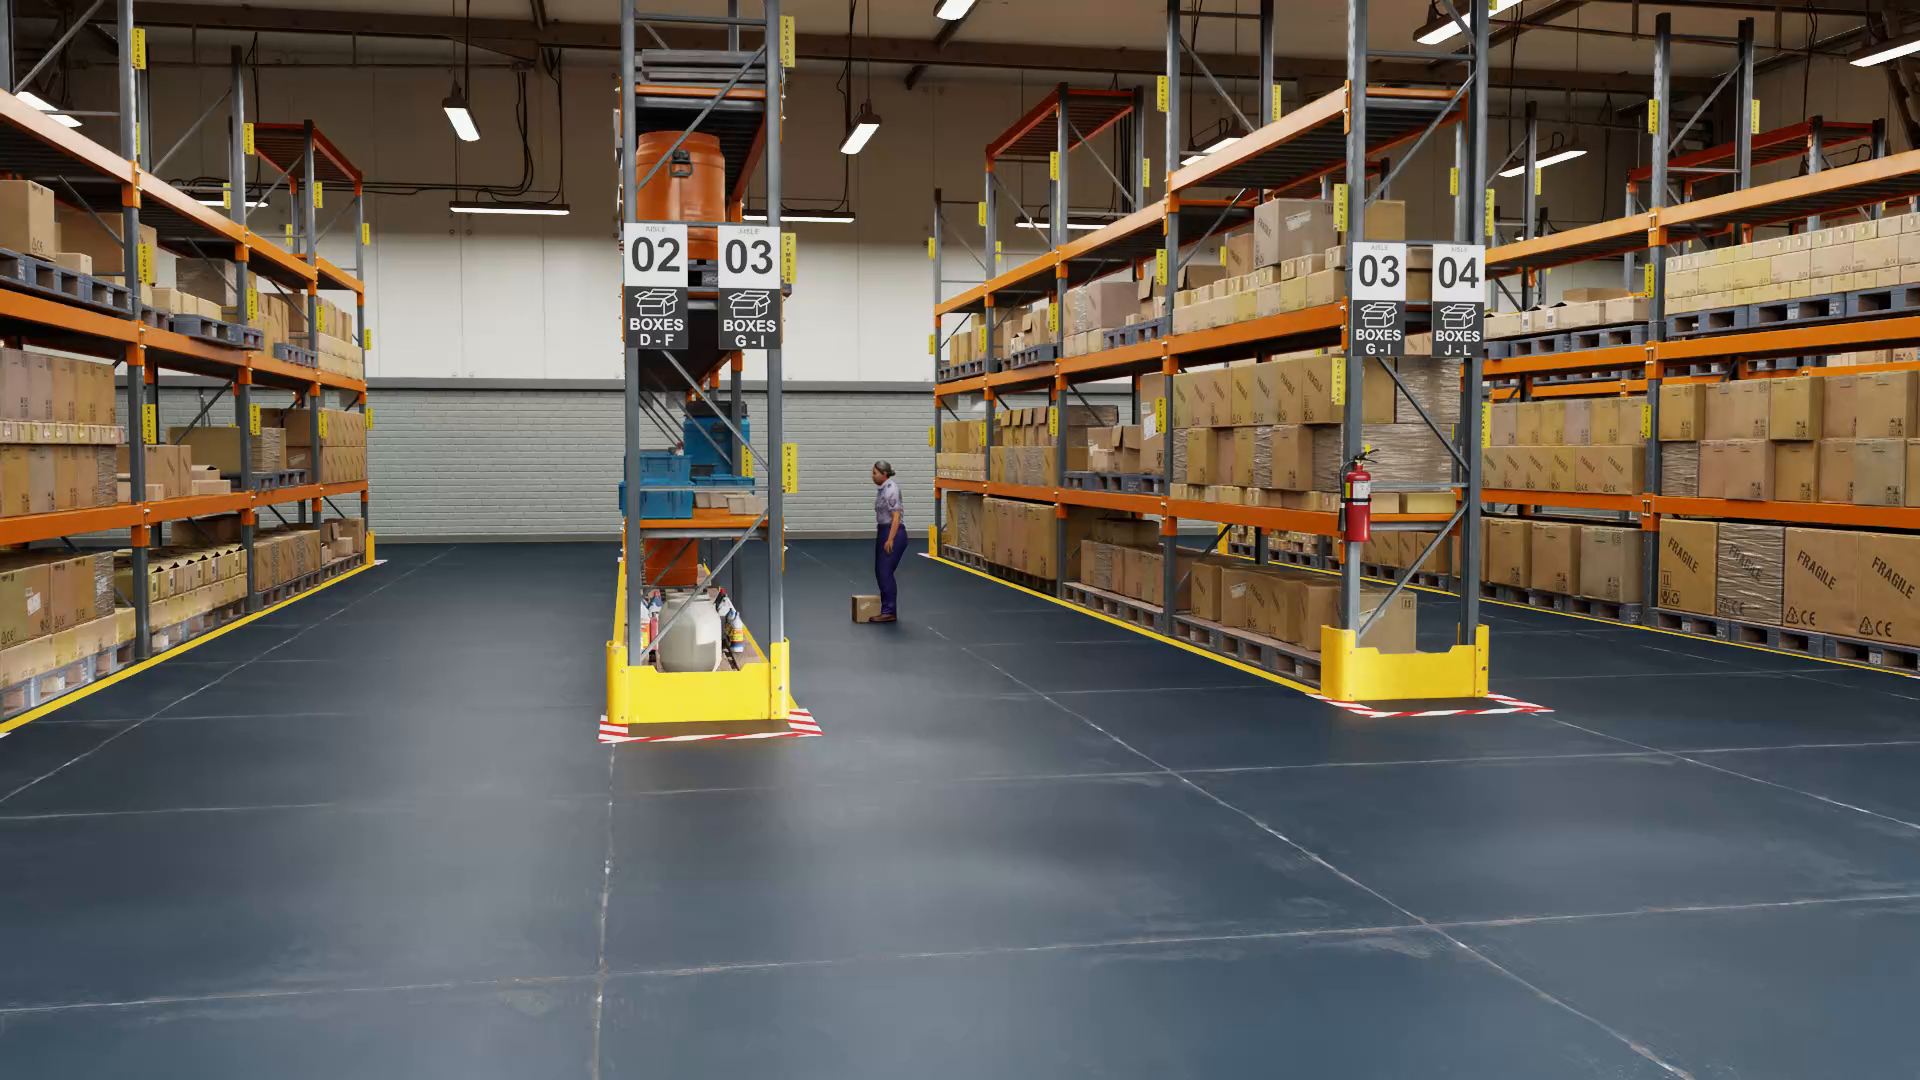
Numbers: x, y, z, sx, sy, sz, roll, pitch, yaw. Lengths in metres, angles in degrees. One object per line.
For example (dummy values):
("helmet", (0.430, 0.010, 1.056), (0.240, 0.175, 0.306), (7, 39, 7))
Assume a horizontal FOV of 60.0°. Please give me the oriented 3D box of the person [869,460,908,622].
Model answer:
("person", (-0.758, 0.005, 17.123), (0.415, 1.651, 0.549), (-1, 3, -12))
